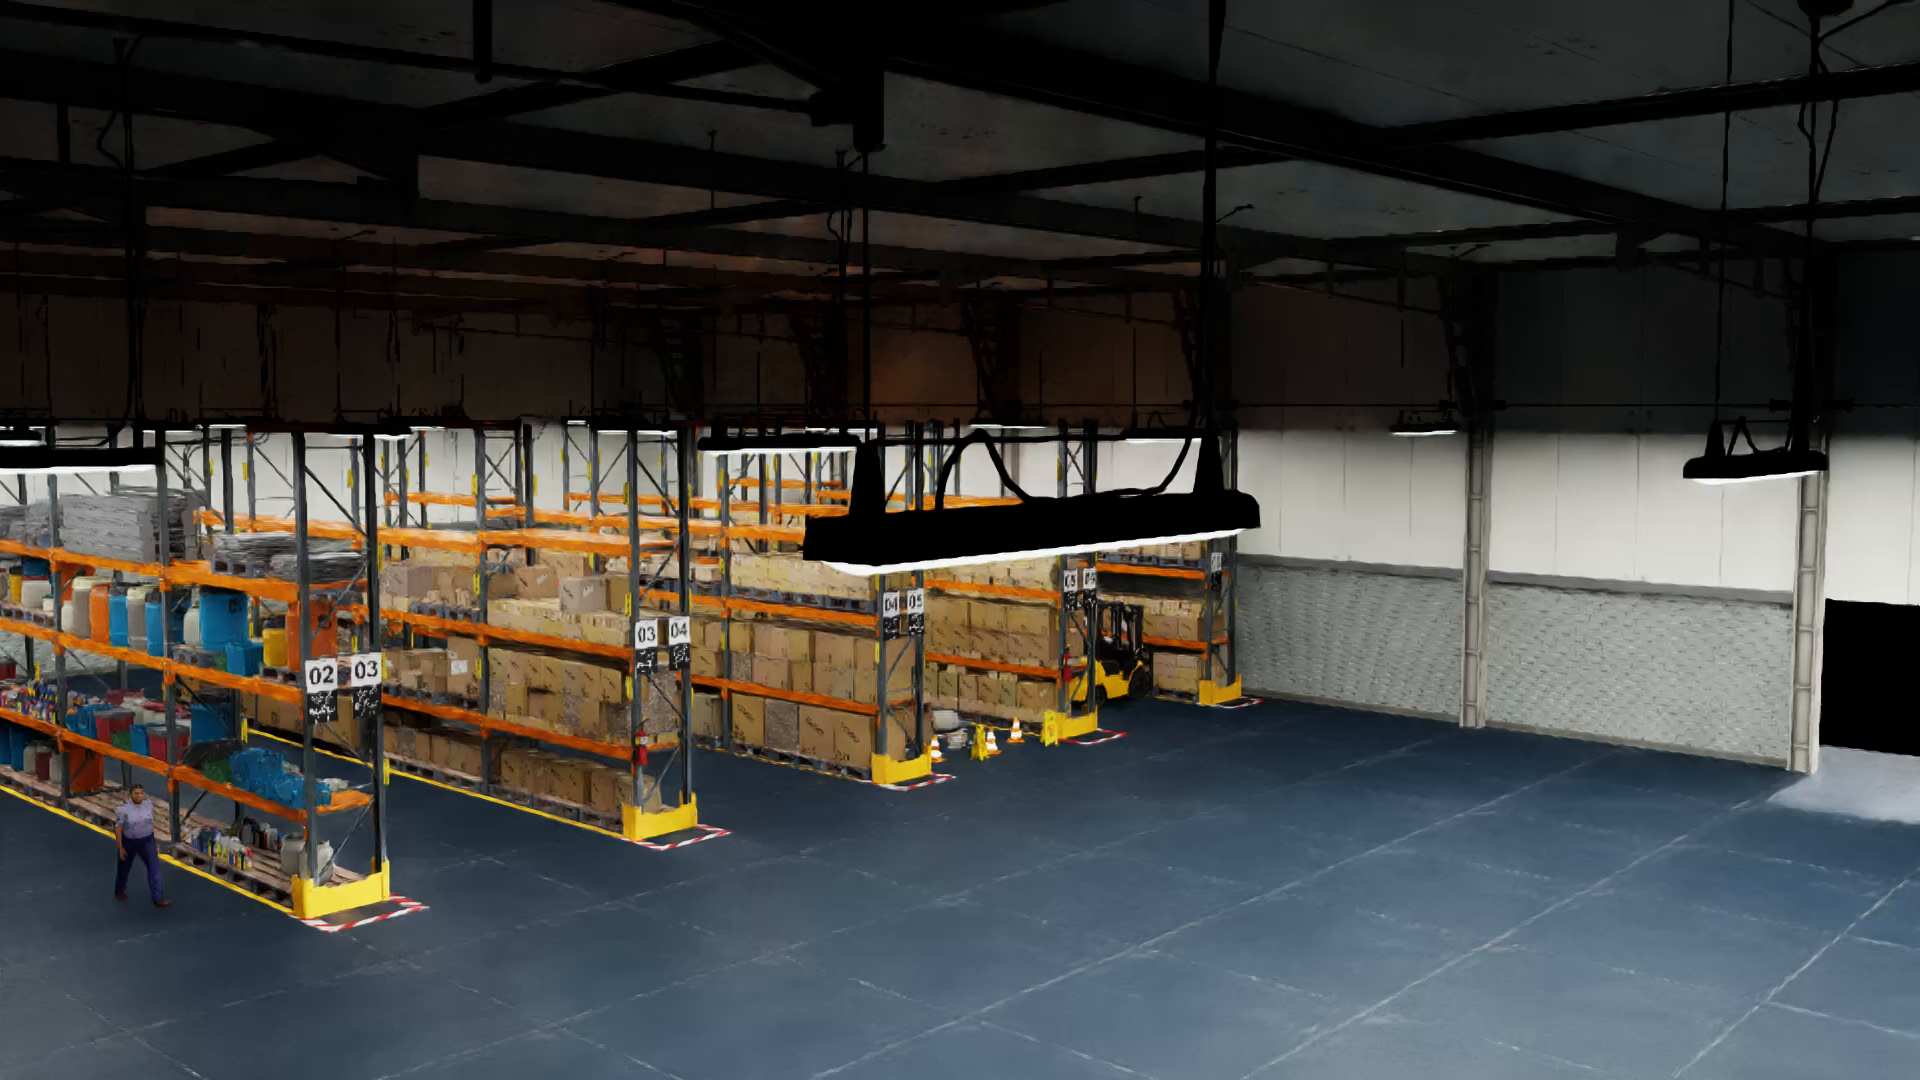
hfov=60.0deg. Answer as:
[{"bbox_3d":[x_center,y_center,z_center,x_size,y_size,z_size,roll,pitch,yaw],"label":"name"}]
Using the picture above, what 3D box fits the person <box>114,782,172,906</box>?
[{"bbox_3d":[-10.388,3.821,20.966,1.090,1.567,0.479,5,7,45],"label":"person"}]
